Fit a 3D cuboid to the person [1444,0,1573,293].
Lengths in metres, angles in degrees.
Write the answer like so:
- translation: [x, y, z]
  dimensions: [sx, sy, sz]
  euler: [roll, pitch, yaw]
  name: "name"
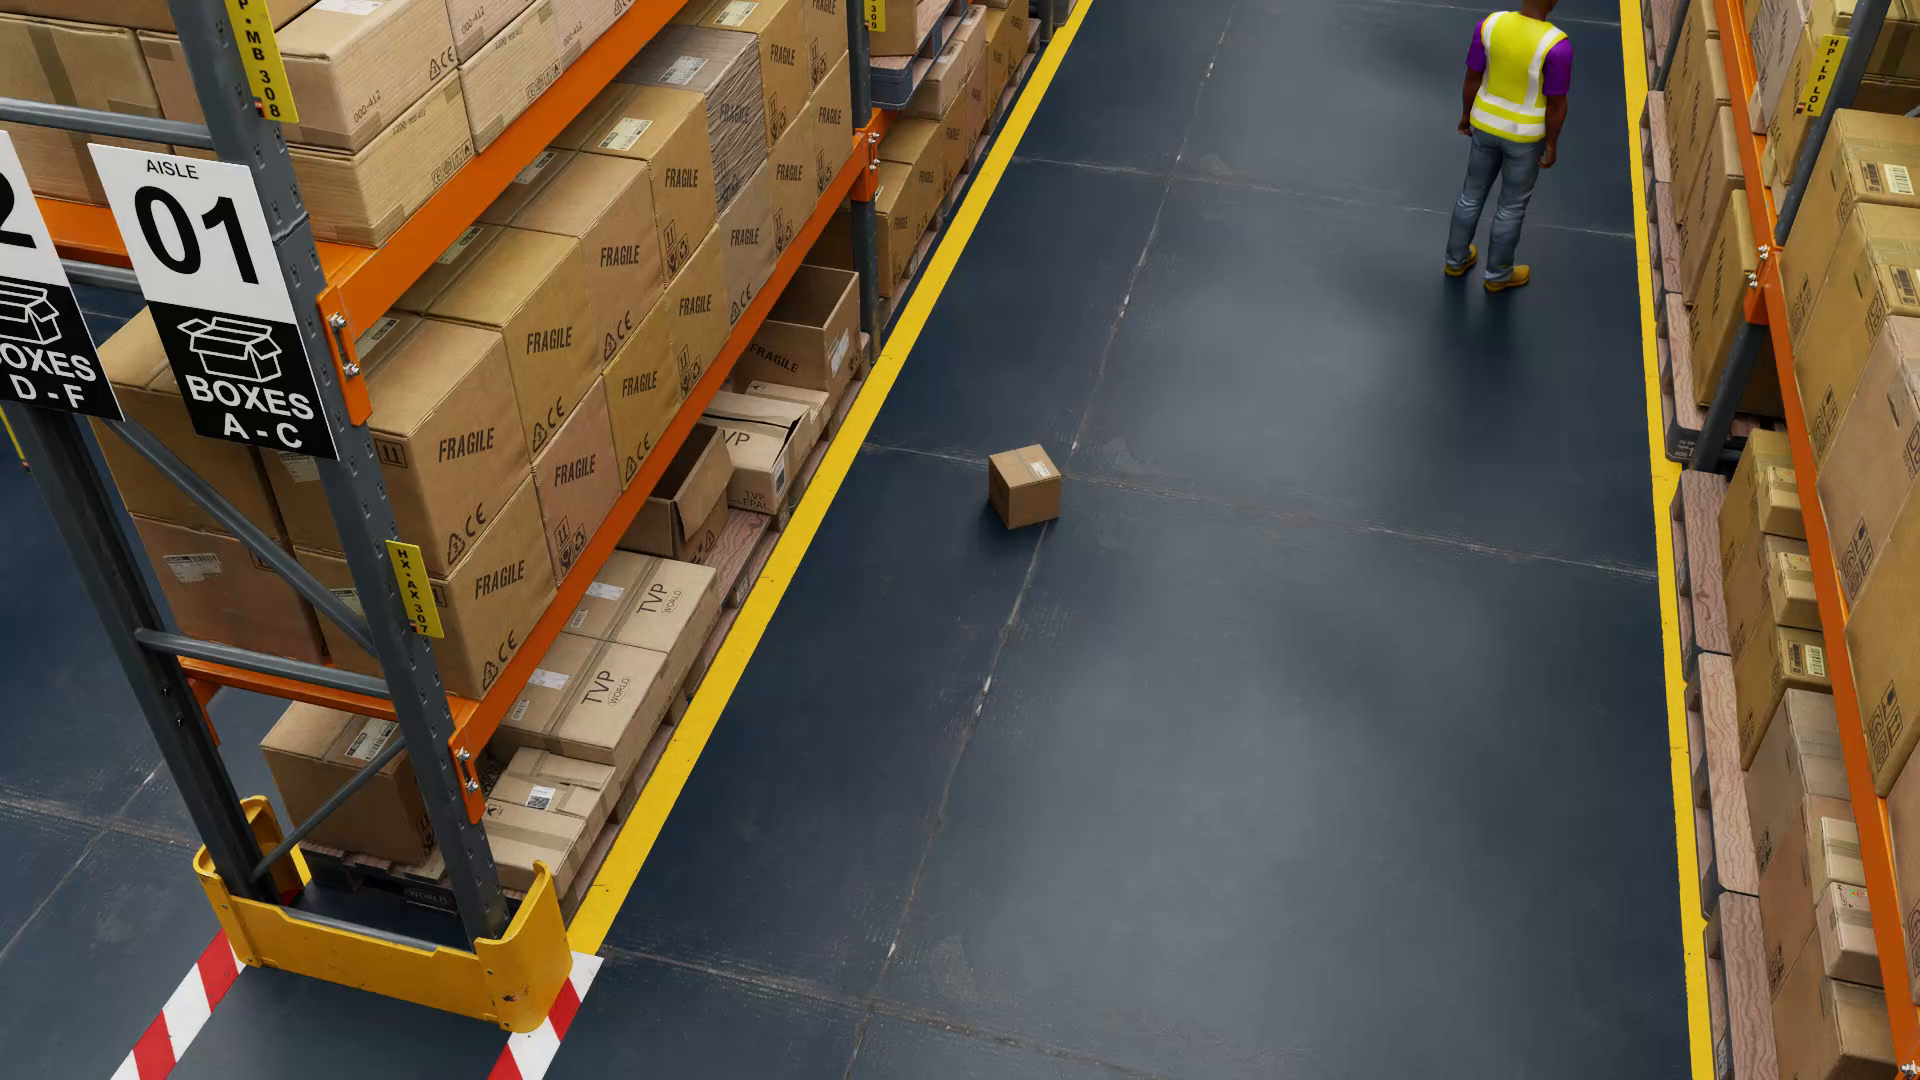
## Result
- translation: [2.860, -2.138, 8.614]
  dimensions: [0.564, 1.772, 0.374]
  euler: [33, 51, 32]
  name: "person"
